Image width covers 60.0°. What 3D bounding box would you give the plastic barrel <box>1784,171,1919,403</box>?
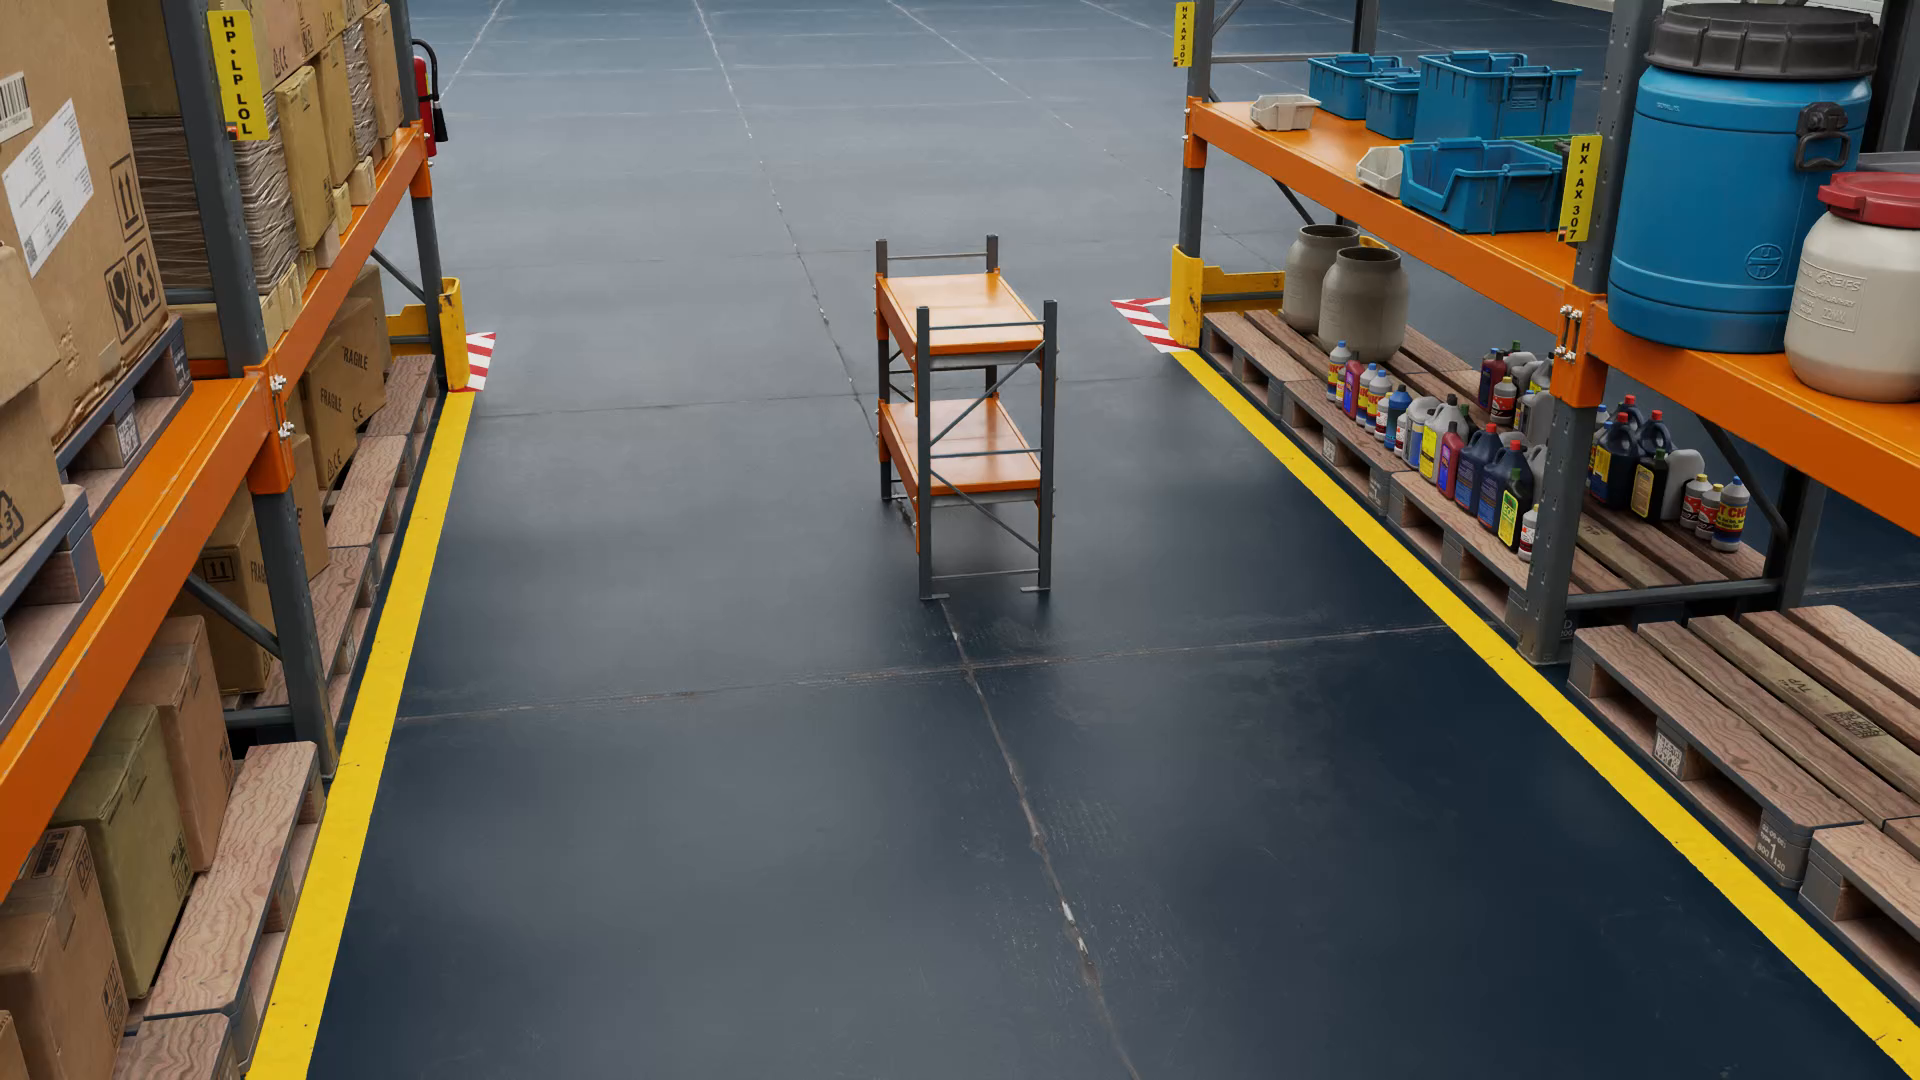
[{"bbox_3d":[2.418,-0.662,4.349,0.433,0.535,0.433,0,24,0],"label":"plastic barrel"}]

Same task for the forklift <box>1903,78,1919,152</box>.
[{"bbox_3d":[4.541,-1.615,6.786,1.130,2.935,3.031,-4,24,-8],"label":"forklift"}]

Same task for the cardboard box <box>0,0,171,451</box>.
[{"bbox_3d":[-2.402,-0.771,3.492,1.000,1.000,1.000,-4,24,-9],"label":"cardboard box"}]

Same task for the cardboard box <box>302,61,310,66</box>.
[{"bbox_3d":[-2.683,-1.378,5.662,0.875,0.500,0.500,-4,24,-10],"label":"cardboard box"}]

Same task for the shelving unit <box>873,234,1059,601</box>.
[{"bbox_3d":[0.001,-0.513,6.519,0.538,1.125,1.048,-4,24,-10],"label":"shelving unit"}]

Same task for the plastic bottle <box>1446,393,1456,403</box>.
[{"bbox_3d":[2.037,-0.456,6.891,0.061,0.283,0.133,-4,24,-10],"label":"plastic bottle"}]

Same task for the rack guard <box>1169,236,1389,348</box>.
[{"bbox_3d":[1.777,-1.394,9.317,1.175,0.500,0.348,-4,24,-10],"label":"rack guard"}]

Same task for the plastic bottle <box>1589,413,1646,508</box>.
[{"bbox_3d":[2.574,-0.318,6.490,0.144,0.351,0.185,-4,24,-10],"label":"plastic bottle"}]

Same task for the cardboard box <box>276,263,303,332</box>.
[{"bbox_3d":[-2.188,-0.717,4.958,0.380,0.149,0.250,-4,24,-10],"label":"cardboard box"}]

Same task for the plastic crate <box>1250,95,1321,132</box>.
[{"bbox_3d":[1.566,-2.069,8.070,0.298,0.136,0.250,-4,24,-10],"label":"plastic crate"}]

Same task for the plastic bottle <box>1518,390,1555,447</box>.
[{"bbox_3d":[2.461,-0.515,7.035,0.152,0.276,0.135,-4,24,-10],"label":"plastic bottle"}]

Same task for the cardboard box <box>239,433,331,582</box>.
[{"bbox_3d":[-2.559,-0.058,5.734,0.500,0.500,0.500,3,24,7],"label":"cardboard box"}]

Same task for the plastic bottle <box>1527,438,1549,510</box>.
[{"bbox_3d":[2.196,-0.223,6.273,0.144,0.351,0.185,-4,24,-10],"label":"plastic bottle"}]

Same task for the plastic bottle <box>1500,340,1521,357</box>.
[{"bbox_3d":[2.527,-0.788,7.651,0.061,0.283,0.133,-4,24,-8],"label":"plastic bottle"}]

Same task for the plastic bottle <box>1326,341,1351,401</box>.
[{"bbox_3d":[1.746,-0.781,7.650,0.097,0.271,0.097,0,24,0],"label":"plastic bottle"}]

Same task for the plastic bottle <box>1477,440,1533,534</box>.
[{"bbox_3d":[2.054,-0.212,6.248,0.144,0.351,0.185,-5,24,-11],"label":"plastic bottle"}]

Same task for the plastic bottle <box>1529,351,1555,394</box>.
[{"bbox_3d":[2.567,-0.643,7.235,0.144,0.351,0.185,-3,24,-8],"label":"plastic bottle"}]

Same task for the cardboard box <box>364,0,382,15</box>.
[{"bbox_3d":[-2.708,-2.446,6.856,0.500,0.500,0.500,-4,24,-10],"label":"cardboard box"}]

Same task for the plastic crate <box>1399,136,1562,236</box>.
[{"bbox_3d":[1.985,-1.340,6.256,0.499,0.251,0.616,-4,24,-10],"label":"plastic crate"}]

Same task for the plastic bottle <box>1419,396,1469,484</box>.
[{"bbox_3d":[1.959,-0.415,6.712,0.144,0.351,0.185,-4,24,-10],"label":"plastic bottle"}]

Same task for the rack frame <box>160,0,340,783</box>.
[{"bbox_3d":[-2.411,-0.626,4.436,1.000,3.000,0.127,-4,24,-10],"label":"rack frame"}]

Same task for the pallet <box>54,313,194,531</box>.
[{"bbox_3d":[-2.413,-0.227,3.761,1.003,0.211,1.213,-4,24,-10],"label":"pallet"}]

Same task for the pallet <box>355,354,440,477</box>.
[{"bbox_3d":[-3.021,-0.570,7.790,1.003,0.211,1.213,-4,24,-10],"label":"pallet"}]

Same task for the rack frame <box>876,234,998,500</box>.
[{"bbox_3d":[-0.093,-0.713,6.977,0.500,1.125,0.032,-4,24,-10],"label":"rack frame"}]

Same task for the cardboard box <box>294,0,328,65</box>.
[{"bbox_3d":[-2.430,-1.856,5.505,0.500,0.500,0.500,-4,24,-10],"label":"cardboard box"}]

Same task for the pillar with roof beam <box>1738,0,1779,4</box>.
[{"bbox_3d":[5.983,-10.239,18.950,9.100,9.000,0.400,-4,24,-10],"label":"pillar with roof beam"}]

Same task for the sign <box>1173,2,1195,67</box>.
[{"bbox_3d":[1.176,-2.654,8.733,0.100,0.325,0.005,-4,24,-10],"label":"sign"}]

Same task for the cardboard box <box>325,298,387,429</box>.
[{"bbox_3d":[-2.907,-0.767,7.357,0.500,0.500,0.500,2,24,4],"label":"cardboard box"}]

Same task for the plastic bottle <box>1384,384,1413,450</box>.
[{"bbox_3d":[1.865,-0.527,7.069,0.097,0.271,0.097,0,24,0],"label":"plastic bottle"}]

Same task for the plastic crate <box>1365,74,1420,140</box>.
[{"bbox_3d":[2.218,-2.067,7.921,0.499,0.251,0.408,-4,24,-10],"label":"plastic crate"}]

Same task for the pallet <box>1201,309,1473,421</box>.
[{"bbox_3d":[1.922,-0.942,8.643,1.003,0.211,1.213,-4,24,-10],"label":"pallet"}]

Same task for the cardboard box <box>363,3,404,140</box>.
[{"bbox_3d":[-2.865,-1.975,7.029,0.875,0.500,0.500,-4,24,-10],"label":"cardboard box"}]

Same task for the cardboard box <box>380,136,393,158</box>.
[{"bbox_3d":[-2.753,-1.795,7.425,0.380,0.149,0.250,-4,24,-10],"label":"cardboard box"}]

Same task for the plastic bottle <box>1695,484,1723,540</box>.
[{"bbox_3d":[2.810,-0.110,6.200,0.097,0.201,0.097,0,24,0],"label":"plastic bottle"}]

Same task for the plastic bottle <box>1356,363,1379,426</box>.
[{"bbox_3d":[1.809,-0.646,7.341,0.097,0.271,0.097,0,24,0],"label":"plastic bottle"}]

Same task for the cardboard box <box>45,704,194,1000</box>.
[{"bbox_3d":[-2.249,0.750,3.859,0.700,0.500,0.500,-4,24,-10],"label":"cardboard box"}]

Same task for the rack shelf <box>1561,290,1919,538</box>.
[{"bbox_3d":[2.826,0.124,3.618,1.077,0.370,4.000,-4,24,-10],"label":"rack shelf"}]

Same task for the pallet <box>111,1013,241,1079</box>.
[{"bbox_3d":[-2.036,1.439,3.192,1.003,0.211,1.213,-4,24,-10],"label":"pallet"}]

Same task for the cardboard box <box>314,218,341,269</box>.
[{"bbox_3d":[-2.323,-1.012,5.634,0.380,0.149,0.250,-4,24,-10],"label":"cardboard box"}]

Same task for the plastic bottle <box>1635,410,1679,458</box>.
[{"bbox_3d":[2.715,-0.329,6.515,0.144,0.351,0.185,-4,24,-8],"label":"plastic bottle"}]
